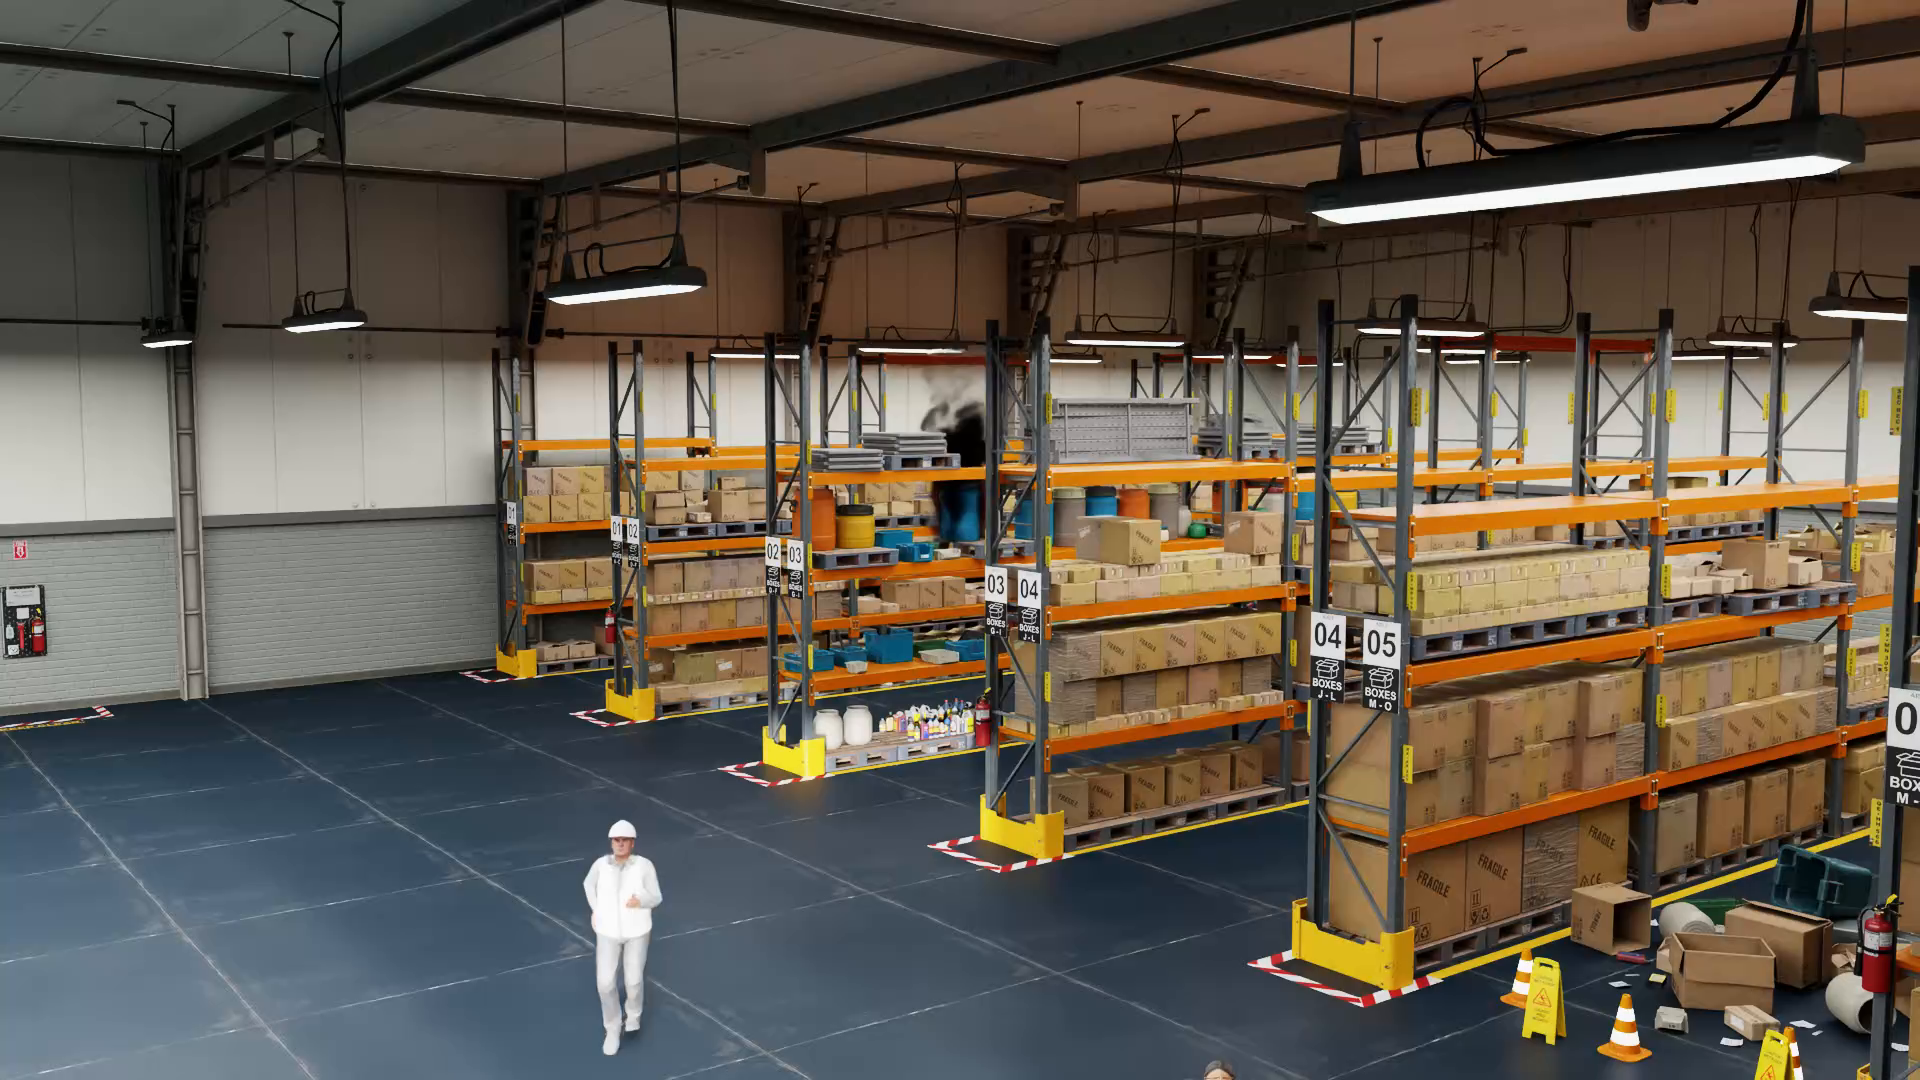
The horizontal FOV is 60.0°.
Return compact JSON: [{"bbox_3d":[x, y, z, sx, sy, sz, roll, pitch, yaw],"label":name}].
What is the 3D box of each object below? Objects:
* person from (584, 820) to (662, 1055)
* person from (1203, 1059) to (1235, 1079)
[{"bbox_3d":[-2.675,3.134,13.172,0.637,1.824,0.715,-1,5,-7],"label":"person"},{"bbox_3d":[1.401,3.580,8.994,0.594,1.601,0.556,1,5,11],"label":"person"}]
